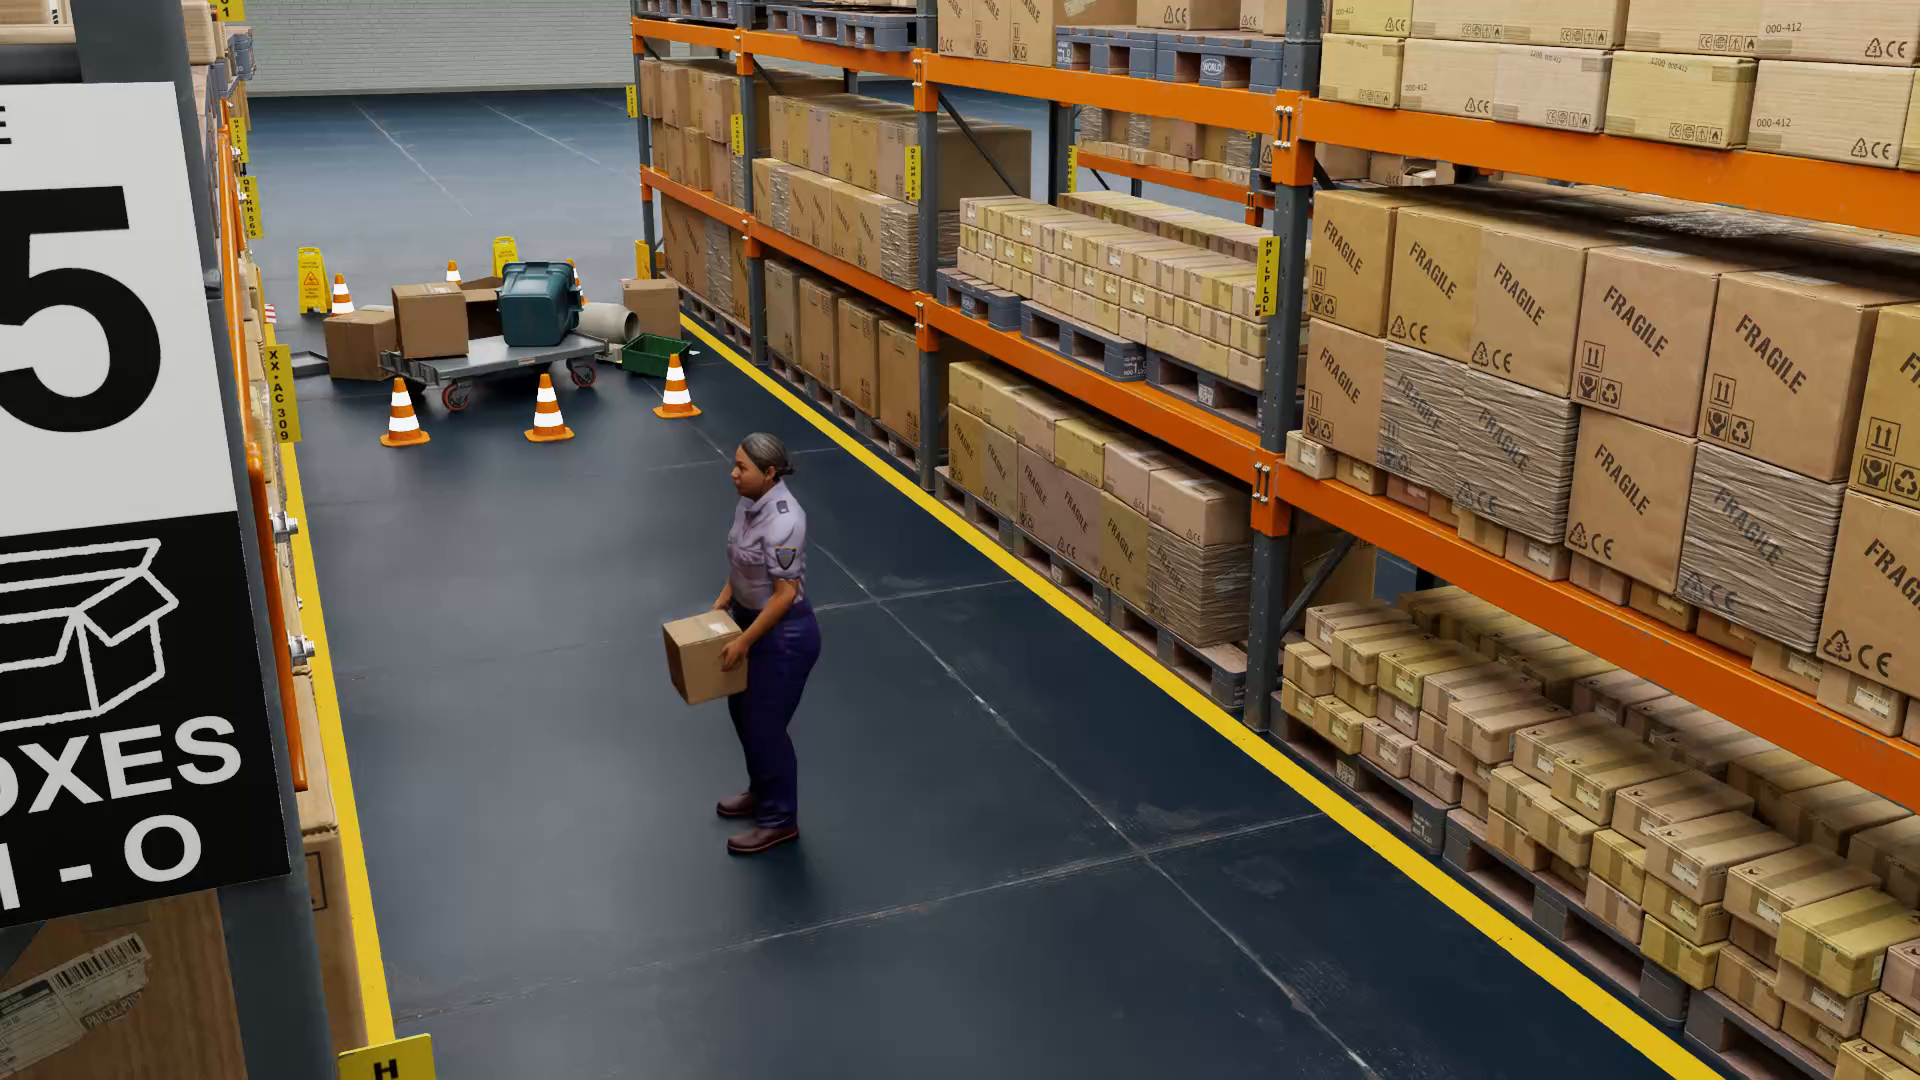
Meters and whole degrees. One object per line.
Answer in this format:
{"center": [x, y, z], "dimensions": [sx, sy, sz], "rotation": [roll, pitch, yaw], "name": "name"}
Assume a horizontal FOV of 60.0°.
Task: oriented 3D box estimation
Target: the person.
{"center": [-0.775, 0.381, 6.461], "dimensions": [0.423, 1.656, 0.506], "rotation": [-8, 21, -23], "name": "person"}
